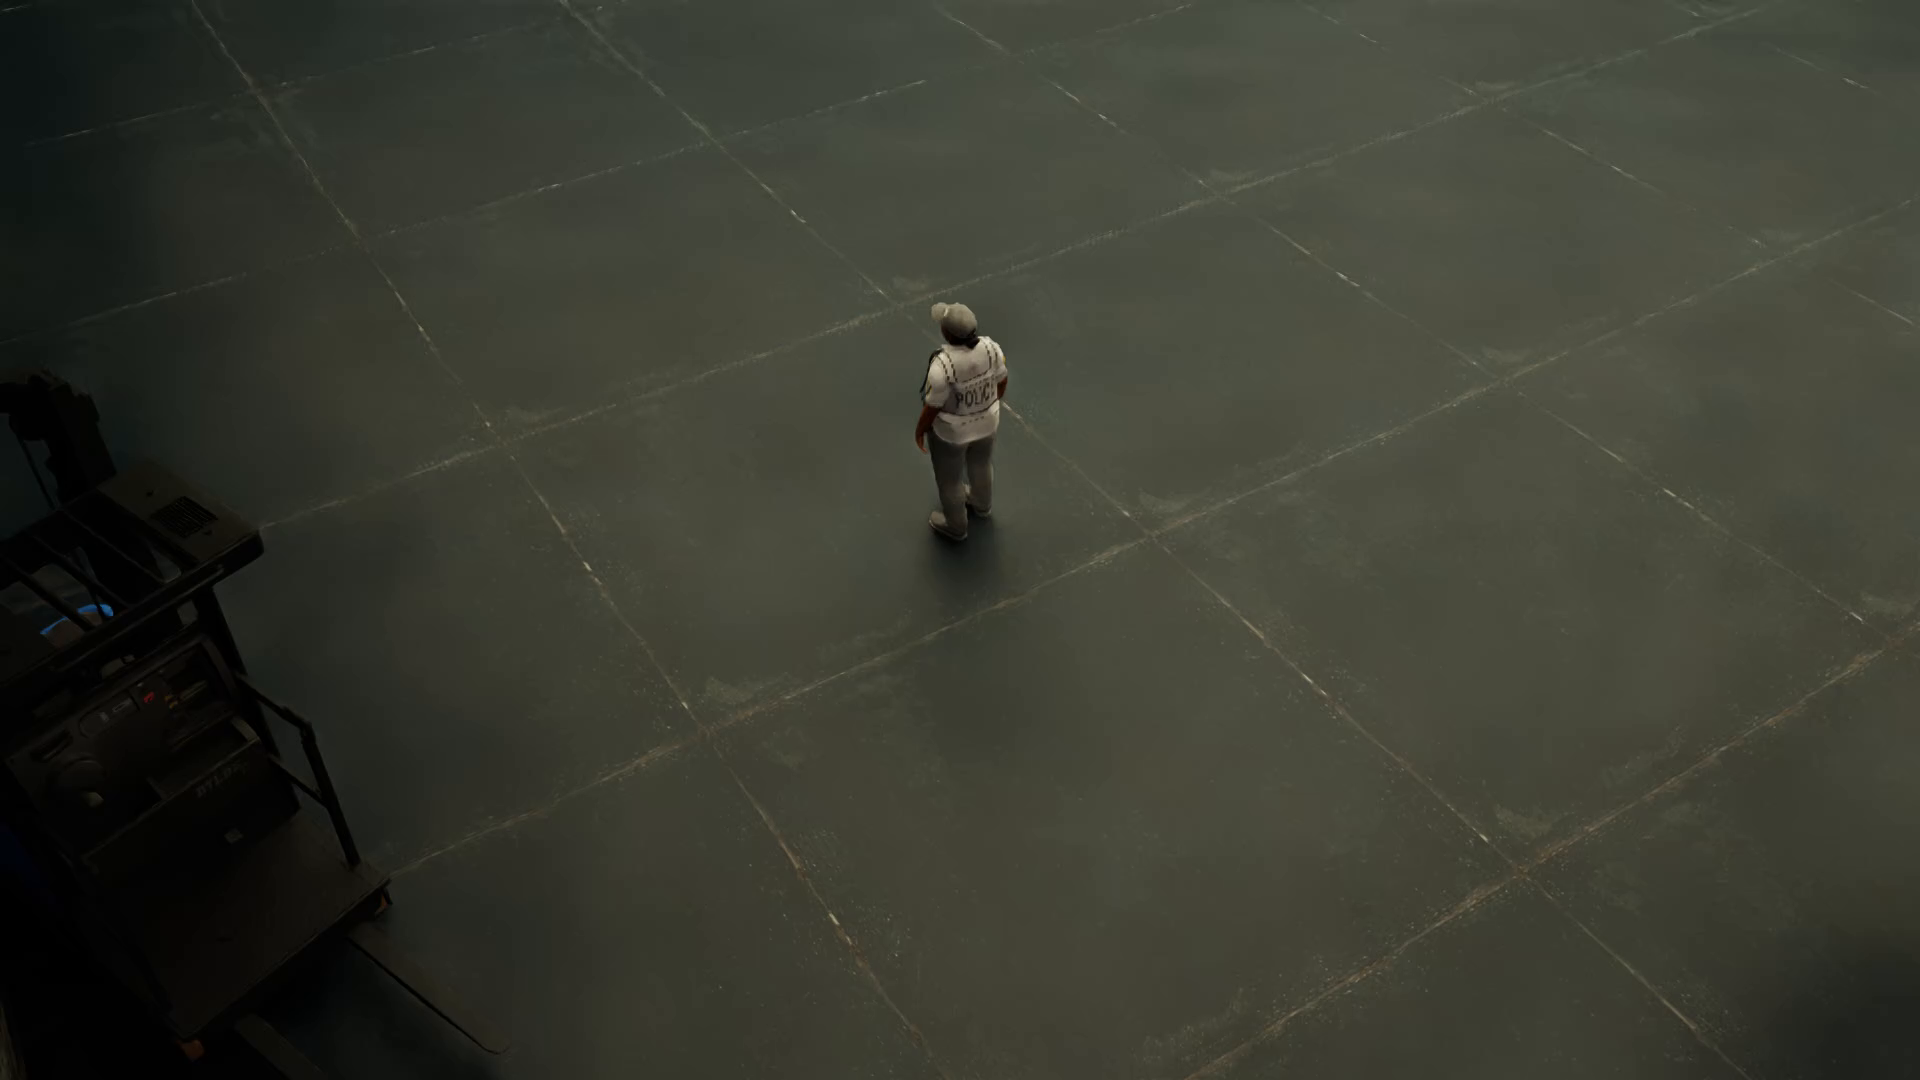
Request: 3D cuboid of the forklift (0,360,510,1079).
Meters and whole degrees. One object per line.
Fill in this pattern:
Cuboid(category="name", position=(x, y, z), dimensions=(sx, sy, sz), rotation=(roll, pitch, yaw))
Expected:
Cuboid(category="forklift", position=(-3.362, 0.830, 6.921), dimensions=(3.031, 2.935, 1.130), rotation=(27, 48, 27))

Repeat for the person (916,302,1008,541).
Cuboid(category="person", position=(-0.022, -0.713, 9.577), dimensions=(0.598, 1.669, 0.529), rotation=(-23, 46, -24))
